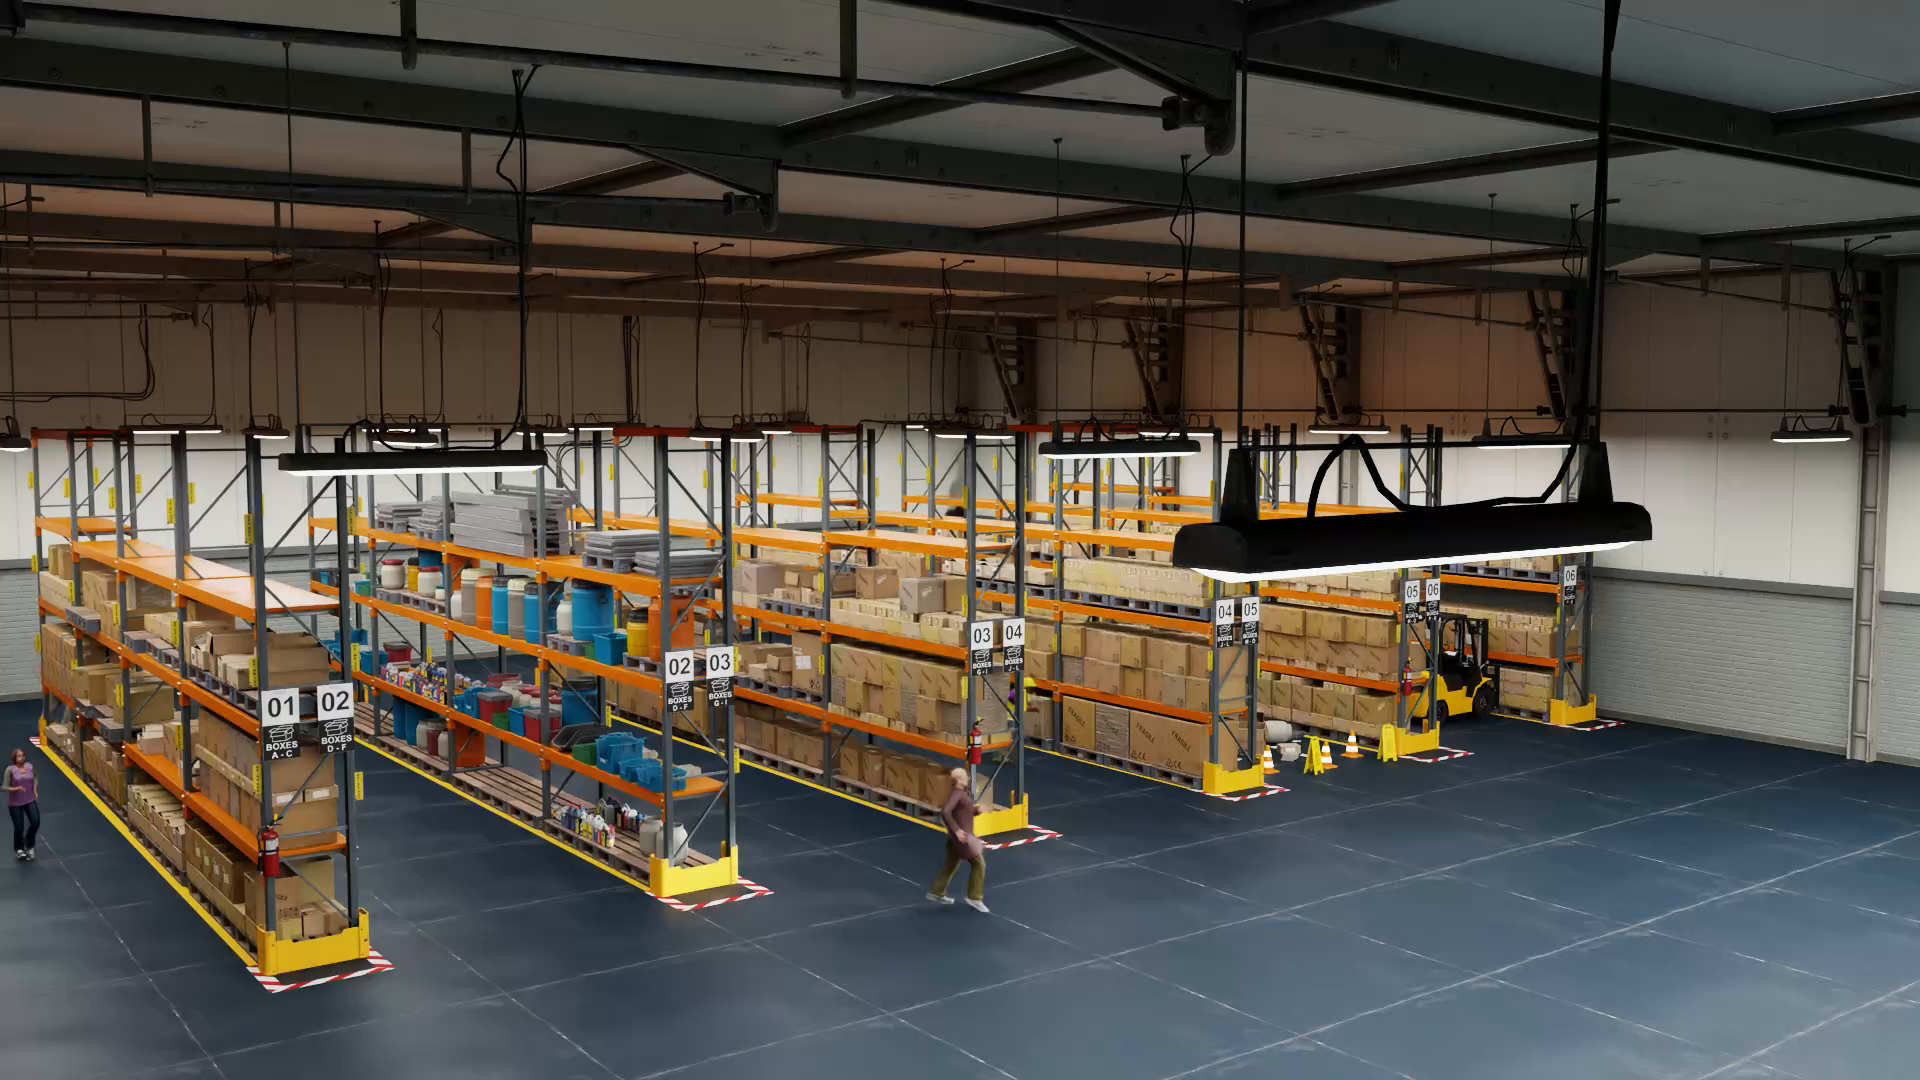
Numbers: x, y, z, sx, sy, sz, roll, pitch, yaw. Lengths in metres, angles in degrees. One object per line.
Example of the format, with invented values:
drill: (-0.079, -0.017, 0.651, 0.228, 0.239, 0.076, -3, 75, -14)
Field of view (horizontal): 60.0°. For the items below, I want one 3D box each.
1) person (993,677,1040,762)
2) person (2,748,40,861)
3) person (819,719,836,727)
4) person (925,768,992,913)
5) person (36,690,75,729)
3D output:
person: (0.963, 3.210, 29.594, 0.893, 1.578, 0.739, 2, 5, 29)
person: (-13.104, 3.708, 23.281, 0.620, 1.599, 0.515, 4, 6, 44)
person: (-2.410, 3.087, 32.010, 0.754, 1.488, 0.639, 3, 5, 32)
person: (-0.008, 3.795, 20.987, 0.856, 1.850, 0.677, -1, 5, -11)
person: (-17.710, 2.933, 32.615, 0.783, 1.768, 0.651, -3, 5, -33)
